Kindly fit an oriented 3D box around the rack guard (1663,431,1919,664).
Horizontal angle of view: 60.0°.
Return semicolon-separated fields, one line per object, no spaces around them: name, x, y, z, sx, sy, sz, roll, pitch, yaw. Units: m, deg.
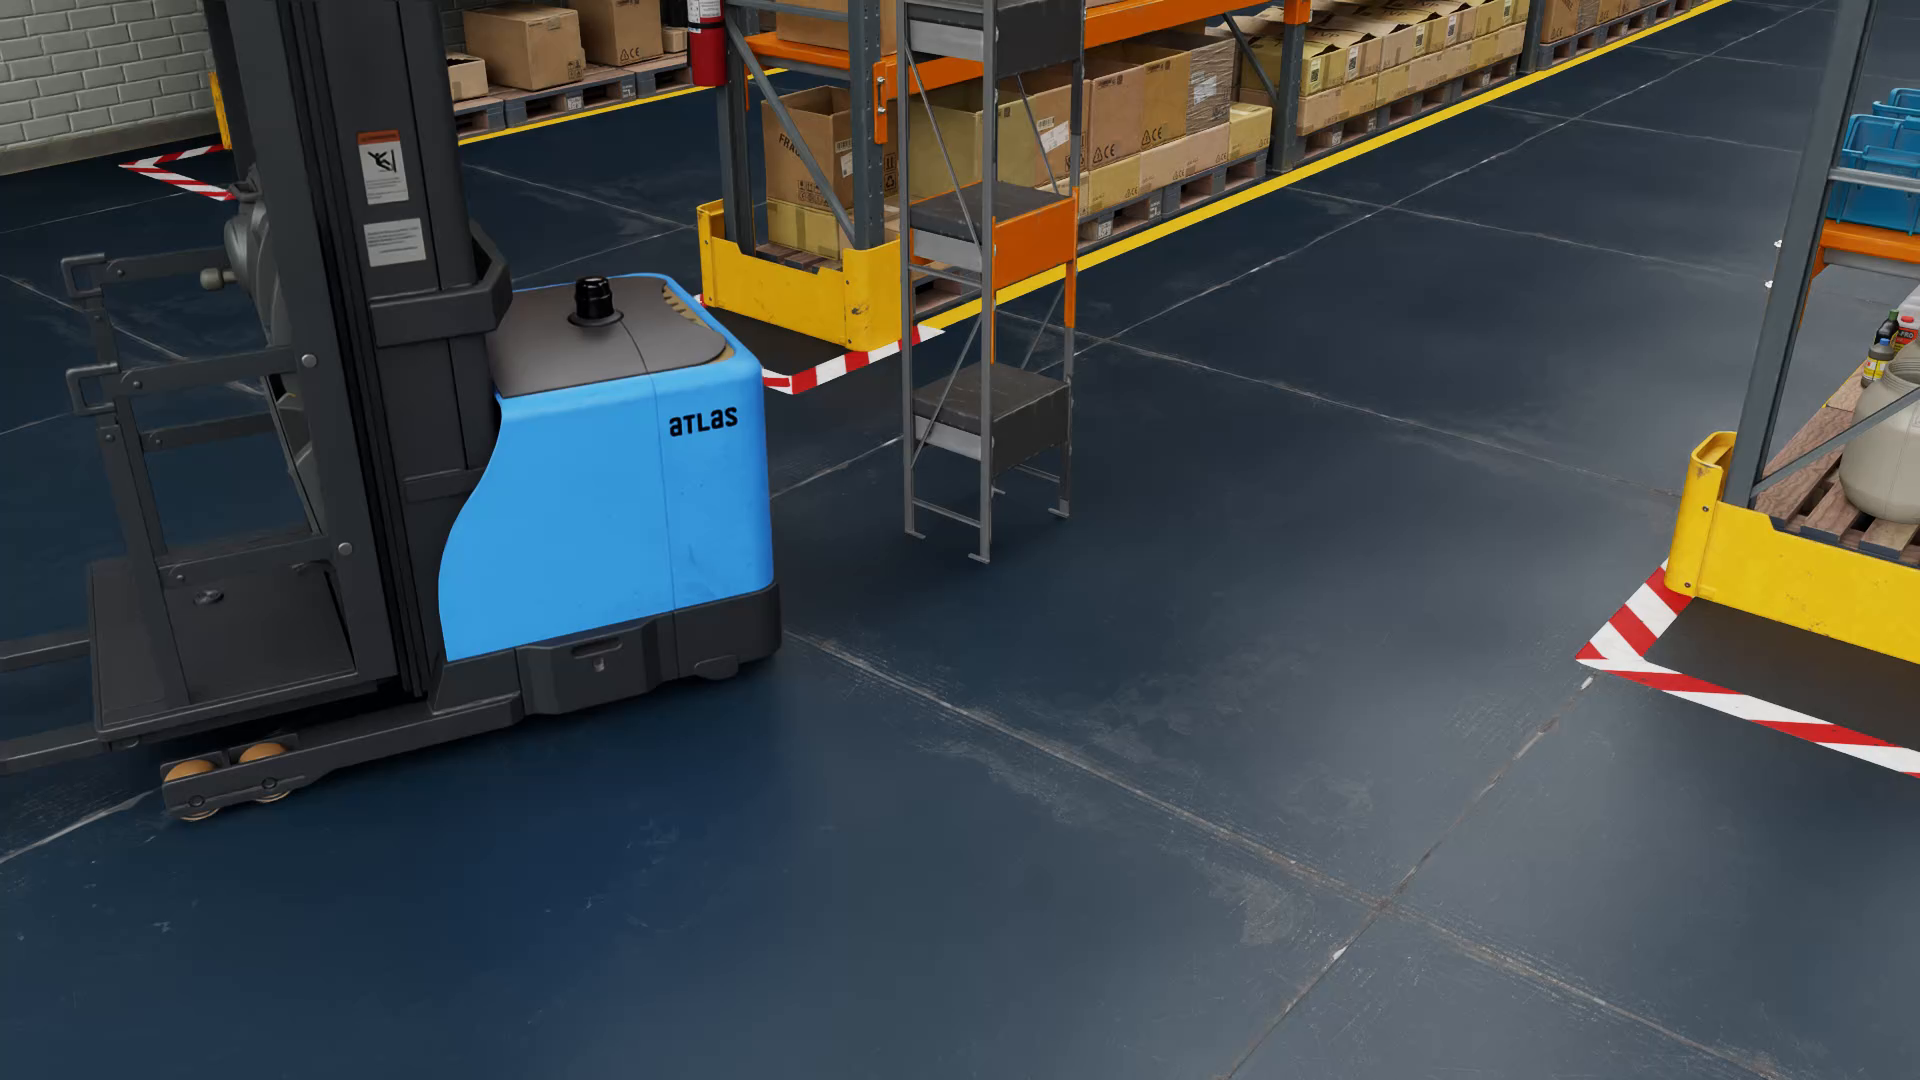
rack guard;3.050;0.054;5.602;1.175;0.500;0.348;21;34;34

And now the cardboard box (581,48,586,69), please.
cardboard box;-3.096;-3.698;12.757;0.380;0.149;0.250;18;32;30

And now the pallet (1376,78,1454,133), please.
pallet;2.976;-3.352;12.499;1.003;0.211;1.213;21;34;34

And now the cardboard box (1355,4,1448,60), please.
cardboard box;3.194;-3.717;12.095;0.500;0.311;0.500;22;34;36

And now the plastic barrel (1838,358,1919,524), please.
plastic barrel;3.397;-0.353;5.919;0.421;0.512;0.421;0;27;0

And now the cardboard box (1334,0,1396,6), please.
cardboard box;3.093;-4.047;12.733;0.500;0.311;0.500;20;33;33

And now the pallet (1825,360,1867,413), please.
pallet;4.347;-0.535;7.055;1.003;0.211;1.213;21;34;34

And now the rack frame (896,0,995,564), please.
rack frame;-0.050;-0.905;5.714;0.400;2.100;0.015;21;34;34

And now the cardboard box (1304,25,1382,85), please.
cardboard box;2.540;-3.347;11.381;0.500;0.311;0.500;20;34;34

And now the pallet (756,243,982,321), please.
pallet;-0.328;-1.510;8.939;1.003;0.211;1.213;21;34;34

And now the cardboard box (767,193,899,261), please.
cardboard box;-0.669;-1.707;8.820;0.500;0.250;0.500;21;34;34

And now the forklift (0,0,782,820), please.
forklift;-2.136;-0.785;4.578;3.031;2.935;1.130;-13;30;-23

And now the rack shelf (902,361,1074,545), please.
rack shelf;0.105;-0.357;6.209;0.431;0.518;0.480;21;34;34

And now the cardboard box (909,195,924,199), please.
cardboard box;0.046;-1.734;8.872;0.500;0.250;0.500;21;34;34

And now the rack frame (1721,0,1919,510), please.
rack frame;3.038;-1.016;4.949;1.000;3.000;0.127;21;34;34

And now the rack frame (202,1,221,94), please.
rack frame;-4.607;-3.911;10.546;1.000;3.000;0.127;21;34;34

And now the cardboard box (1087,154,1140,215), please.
cardboard box;0.686;-2.087;9.554;0.500;0.250;0.500;21;34;34

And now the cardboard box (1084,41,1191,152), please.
cardboard box;0.994;-2.601;9.732;0.500;0.500;0.500;21;34;34

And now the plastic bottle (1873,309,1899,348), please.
plastic bottle;3.928;-0.831;7.069;0.061;0.283;0.133;22;34;36

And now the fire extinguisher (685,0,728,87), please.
fire extinguisher;-1.216;-2.524;7.949;0.296;0.674;0.183;21;34;34

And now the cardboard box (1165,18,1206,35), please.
cardboard box;1.226;-3.109;10.714;0.500;0.500;0.500;21;34;34

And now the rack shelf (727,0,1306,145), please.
rack shelf;0.490;-2.855;9.286;1.077;0.370;4.000;21;34;34

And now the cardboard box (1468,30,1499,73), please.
cardboard box;3.835;-3.825;12.915;0.500;0.250;0.500;20;34;34

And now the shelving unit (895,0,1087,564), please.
shelving unit;0.105;-0.991;5.881;0.431;2.100;0.503;21;34;34

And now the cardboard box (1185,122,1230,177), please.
cardboard box;1.310;-2.446;10.249;0.500;0.250;0.500;21;34;34

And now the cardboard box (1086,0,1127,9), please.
cardboard box;0.507;-3.221;9.103;0.700;0.500;0.500;22;35;36

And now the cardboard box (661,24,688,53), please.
cardboard box;-2.380;-4.068;13.454;0.380;0.166;0.250;16;31;28

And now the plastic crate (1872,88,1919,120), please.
plastic crate;3.543;-1.443;5.937;0.499;0.251;0.408;21;34;34

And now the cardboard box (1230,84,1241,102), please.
cardboard box;1.802;-3.080;11.475;0.500;0.250;0.500;20;34;34

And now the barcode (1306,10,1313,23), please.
barcode;2.246;-3.364;10.684;0.001;0.075;0.075;21;34;34

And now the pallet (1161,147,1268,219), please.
pallet;1.224;-2.375;10.611;1.003;0.211;1.213;21;34;34

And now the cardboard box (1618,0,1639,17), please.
cardboard box;5.796;-5.015;14.920;0.500;0.500;0.500;19;33;33

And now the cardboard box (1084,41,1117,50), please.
cardboard box;0.590;-2.754;10.028;0.500;0.500;0.500;21;34;34

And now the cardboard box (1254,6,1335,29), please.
cardboard box;2.444;-3.687;12.038;0.500;0.311;0.500;21;34;34

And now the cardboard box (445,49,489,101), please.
cardboard box;-3.735;-3.334;11.877;0.500;0.311;0.500;24;36;38

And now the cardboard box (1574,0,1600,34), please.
cardboard box;5.145;-4.652;14.219;0.500;0.500;0.500;19;33;33

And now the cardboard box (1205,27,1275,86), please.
cardboard box;1.798;-3.325;11.338;0.500;0.311;0.500;21;34;34

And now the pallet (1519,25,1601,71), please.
pallet;4.810;-4.316;14.364;1.003;0.211;1.213;21;34;34

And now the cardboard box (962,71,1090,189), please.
cardboard box;0.355;-2.247;9.049;0.500;0.500;0.500;21;34;34

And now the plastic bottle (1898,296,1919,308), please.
plastic bottle;4.137;-0.911;7.233;0.152;0.276;0.135;20;33;33

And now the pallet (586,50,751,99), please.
pallet;-2.463;-3.843;13.448;1.003;0.211;1.213;21;34;34

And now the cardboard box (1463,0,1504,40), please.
cardboard box;3.838;-4.072;12.782;0.500;0.311;0.500;20;34;34

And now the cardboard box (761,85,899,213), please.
cardboard box;-0.671;-2.040;8.649;0.500;0.500;0.500;21;34;34

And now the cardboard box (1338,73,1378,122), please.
cardboard box;2.536;-3.100;11.513;0.500;0.250;0.500;22;34;36

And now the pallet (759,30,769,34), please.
pallet;-1.569;-4.368;14.463;1.003;0.211;1.213;21;34;34

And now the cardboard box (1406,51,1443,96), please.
cardboard box;3.188;-3.464;12.218;0.500;0.250;0.500;22;34;35

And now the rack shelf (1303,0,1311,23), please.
rack shelf;3.034;-4.273;12.028;1.077;0.370;4.000;21;34;34

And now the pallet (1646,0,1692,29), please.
pallet;6.362;-5.182;16.036;1.003;0.211;1.213;21;34;34

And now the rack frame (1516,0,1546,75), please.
rack frame;4.306;-5.301;13.233;1.000;3.000;0.127;21;34;34
